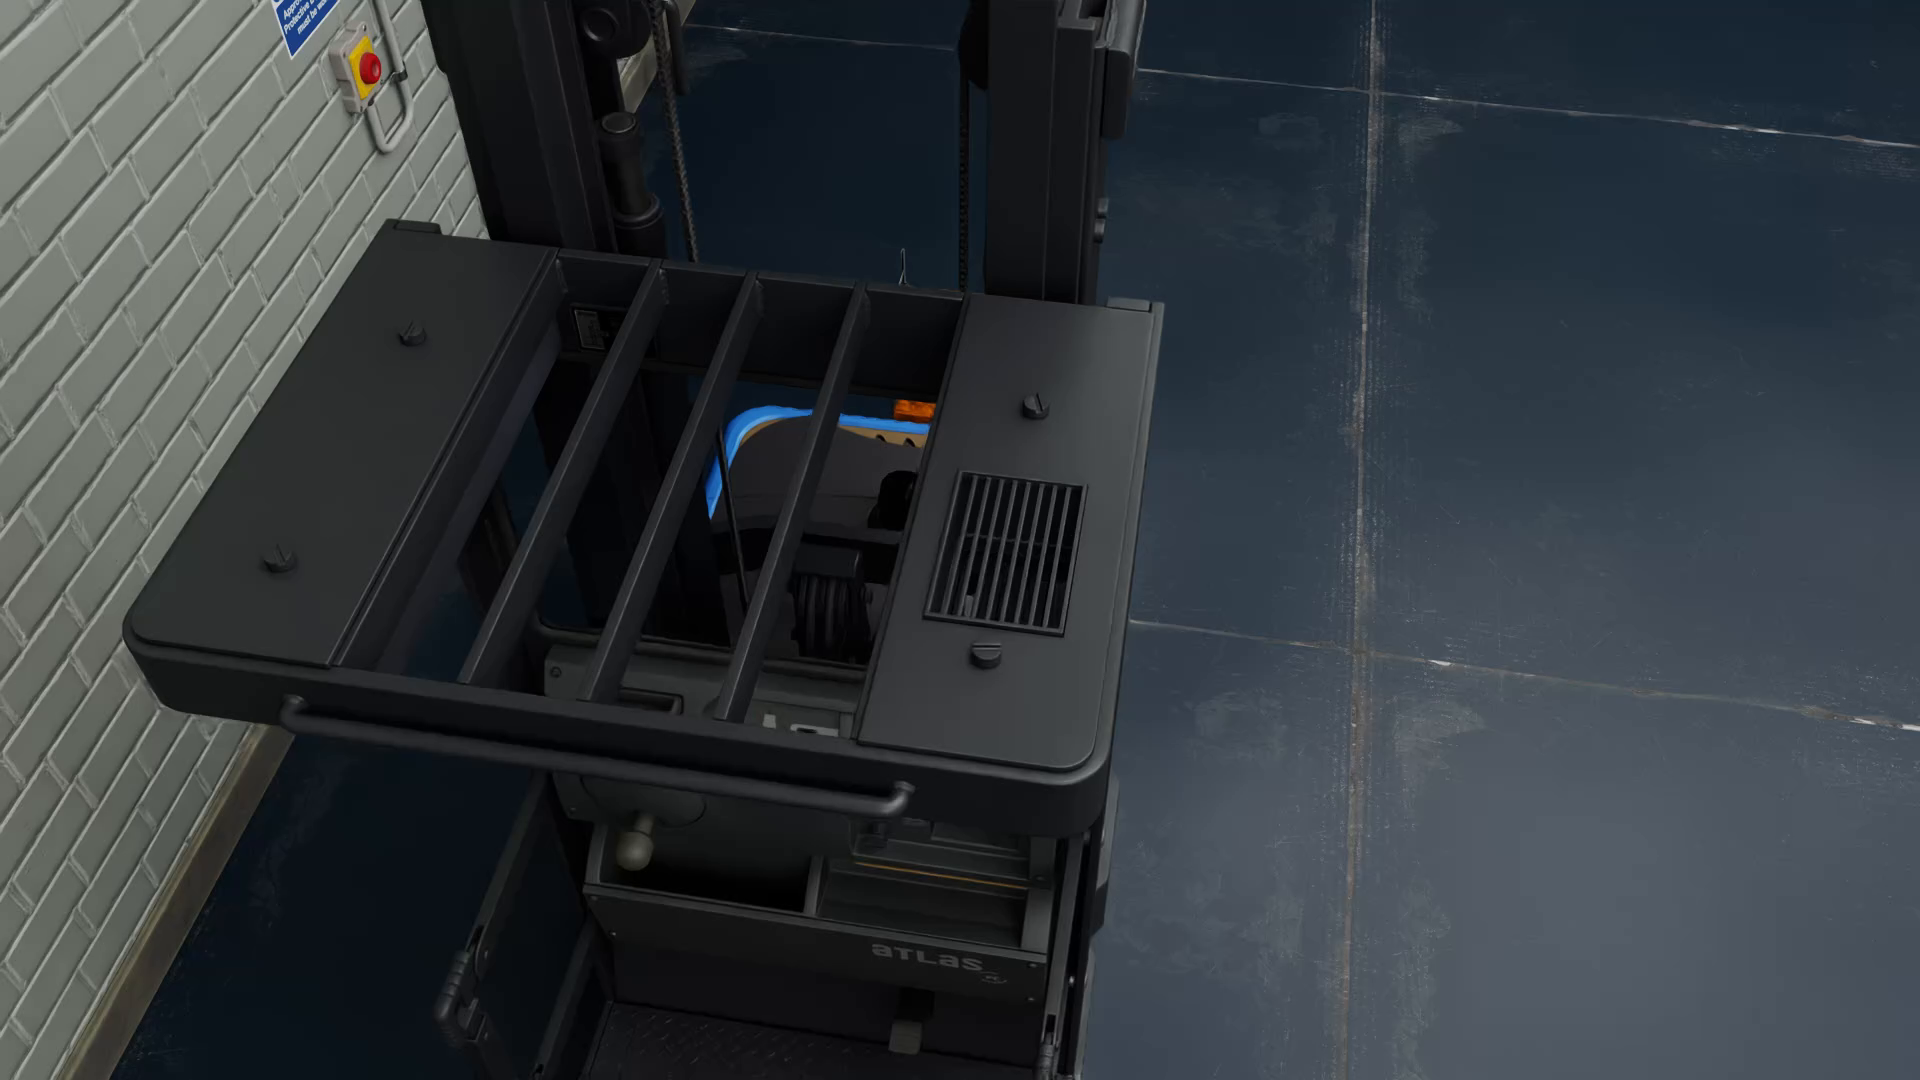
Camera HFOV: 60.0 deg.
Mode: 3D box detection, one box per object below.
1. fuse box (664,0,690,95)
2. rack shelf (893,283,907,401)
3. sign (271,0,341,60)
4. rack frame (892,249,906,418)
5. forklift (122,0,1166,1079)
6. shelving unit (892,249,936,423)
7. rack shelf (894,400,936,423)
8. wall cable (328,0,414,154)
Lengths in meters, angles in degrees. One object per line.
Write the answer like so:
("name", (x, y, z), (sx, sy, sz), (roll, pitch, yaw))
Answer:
("fuse box", (-1.120, -2.460, 6.310), (0.414, 1.711, 0.539), (8, 49, 7))
("rack shelf", (-0.053, -0.541, 4.663), (0.240, 0.259, 0.215), (8, 49, 7))
("sign", (-1.706, -1.436, 4.342), (0.001, 0.218, 0.327), (8, 49, 7))
("rack frame", (-0.173, -0.374, 4.880), (0.008, 1.050, 0.200), (8, 49, 7))
("forklift", (-0.314, 0.532, 2.802), (1.130, 2.935, 3.031), (7, 48, 6))
("shelving unit", (-0.053, -0.358, 4.866), (0.252, 1.050, 0.215), (8, 49, 7))
("rack shelf", (-0.053, -0.351, 4.874), (0.240, 0.259, 0.215), (8, 49, 7))
("wall cable", (-1.638, -1.722, 4.077), (0.123, 1.953, 0.585), (8, 49, 7))
